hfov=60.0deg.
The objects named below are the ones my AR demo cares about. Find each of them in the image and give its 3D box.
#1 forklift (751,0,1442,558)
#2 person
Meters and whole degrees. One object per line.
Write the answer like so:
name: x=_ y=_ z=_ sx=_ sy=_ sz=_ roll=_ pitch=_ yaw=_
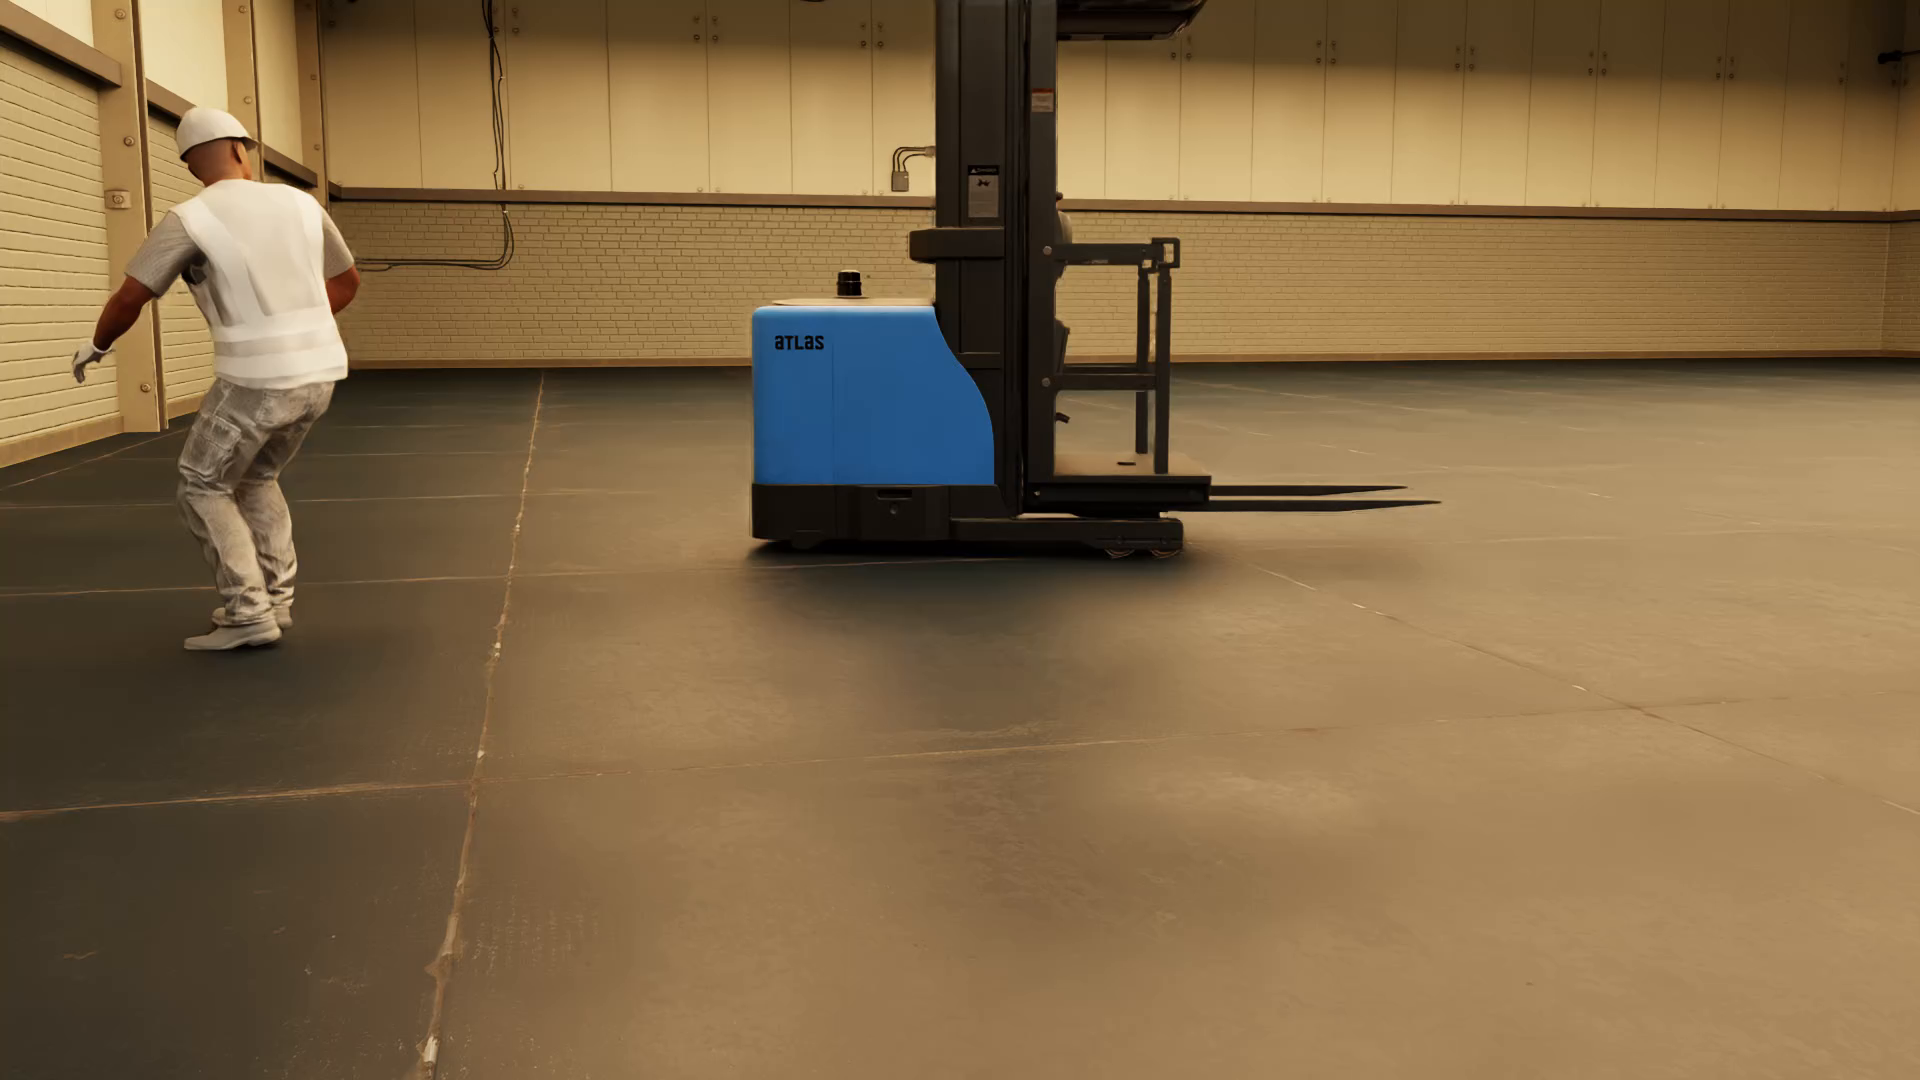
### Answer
forklift: x=0.610 y=-1.450 z=7.494 sx=3.031 sy=2.935 sz=1.130 roll=0 pitch=8 yaw=1
person: x=-2.374 y=-0.516 z=5.381 sx=0.692 sy=1.720 sz=0.808 roll=3 pitch=9 yaw=23
